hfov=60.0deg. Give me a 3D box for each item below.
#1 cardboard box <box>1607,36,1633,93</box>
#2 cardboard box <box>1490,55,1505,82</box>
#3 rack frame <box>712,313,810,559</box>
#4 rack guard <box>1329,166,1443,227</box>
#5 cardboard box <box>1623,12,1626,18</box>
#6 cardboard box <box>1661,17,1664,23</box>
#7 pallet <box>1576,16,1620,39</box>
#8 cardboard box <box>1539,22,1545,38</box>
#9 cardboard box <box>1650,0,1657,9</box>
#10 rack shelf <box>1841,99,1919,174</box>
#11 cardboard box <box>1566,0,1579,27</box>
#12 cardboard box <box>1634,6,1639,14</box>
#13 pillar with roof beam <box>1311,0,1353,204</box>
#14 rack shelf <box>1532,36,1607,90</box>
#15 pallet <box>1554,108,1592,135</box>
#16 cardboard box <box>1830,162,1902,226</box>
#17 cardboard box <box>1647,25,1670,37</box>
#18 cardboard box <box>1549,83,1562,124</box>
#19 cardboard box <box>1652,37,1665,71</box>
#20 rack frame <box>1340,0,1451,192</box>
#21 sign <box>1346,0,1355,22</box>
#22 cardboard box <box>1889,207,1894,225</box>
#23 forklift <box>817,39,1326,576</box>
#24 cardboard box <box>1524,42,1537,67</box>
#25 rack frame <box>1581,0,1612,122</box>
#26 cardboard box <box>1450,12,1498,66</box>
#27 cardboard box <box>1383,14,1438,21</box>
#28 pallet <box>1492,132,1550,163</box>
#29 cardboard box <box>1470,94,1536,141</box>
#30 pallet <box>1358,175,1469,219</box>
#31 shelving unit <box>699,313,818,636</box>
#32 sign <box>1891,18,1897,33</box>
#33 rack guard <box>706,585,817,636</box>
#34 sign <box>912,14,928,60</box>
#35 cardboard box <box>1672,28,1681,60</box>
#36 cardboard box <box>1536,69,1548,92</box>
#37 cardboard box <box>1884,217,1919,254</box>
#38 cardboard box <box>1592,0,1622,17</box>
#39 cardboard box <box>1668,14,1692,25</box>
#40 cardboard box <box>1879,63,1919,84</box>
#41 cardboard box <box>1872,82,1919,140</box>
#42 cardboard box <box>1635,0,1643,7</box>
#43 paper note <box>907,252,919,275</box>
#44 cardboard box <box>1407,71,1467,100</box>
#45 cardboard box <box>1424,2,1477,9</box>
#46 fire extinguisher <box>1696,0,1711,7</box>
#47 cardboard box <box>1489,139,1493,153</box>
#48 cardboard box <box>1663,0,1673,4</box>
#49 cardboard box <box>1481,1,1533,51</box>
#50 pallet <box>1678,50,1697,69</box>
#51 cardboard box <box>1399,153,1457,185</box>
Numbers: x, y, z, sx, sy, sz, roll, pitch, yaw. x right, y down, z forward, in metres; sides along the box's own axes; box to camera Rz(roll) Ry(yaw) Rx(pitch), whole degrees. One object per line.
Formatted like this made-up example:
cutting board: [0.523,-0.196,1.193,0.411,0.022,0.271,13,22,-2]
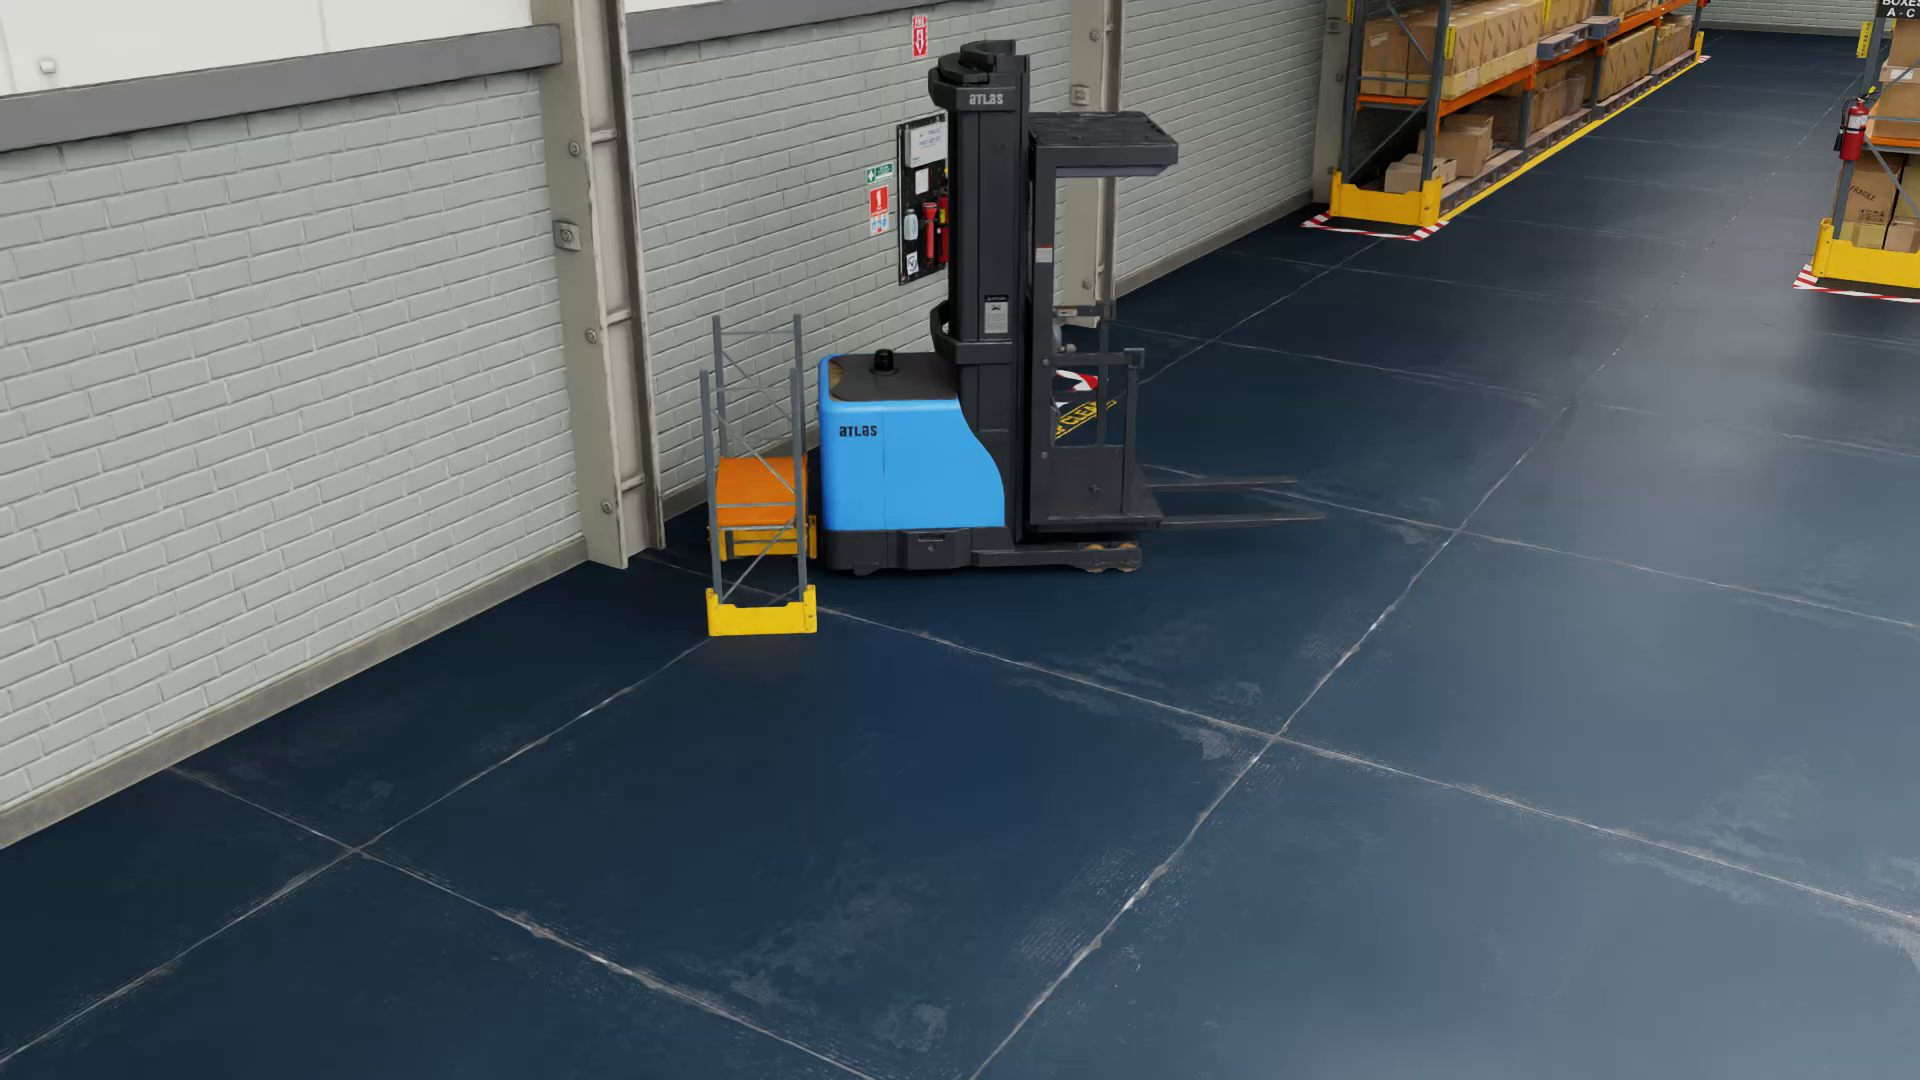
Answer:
cardboard box: [9.856,-7.355,25.642,0.750,0.750,0.750,14,27,29]
cardboard box: [6.001,-5.492,19.323,0.500,0.250,0.500,14,27,29]
rack frame: [-1.152,-0.585,9.715,0.500,1.500,0.032,-2,23,-4]
rack guard: [4.709,-3.813,18.427,1.175,0.500,0.348,14,27,29]
cardboard box: [9.915,-8.031,25.316,0.380,0.149,0.250,14,27,30]
cardboard box: [12.322,-9.249,29.640,0.380,0.149,0.250,14,27,29]
pallet: [8.604,-7.283,23.540,1.213,0.211,1.003,14,27,29]
cardboard box: [7.077,-6.696,21.263,0.700,0.500,0.500,14,27,29]
cardboard box: [10.948,-8.614,26.664,0.380,0.149,0.250,14,27,30]
rack shelf: [9.935,-4.242,17.179,1.077,0.370,4.000,14,27,29]
cardboard box: [8.012,-7.296,22.648,0.700,0.500,0.500,14,27,29]
cardboard box: [10.354,-8.285,25.903,0.380,0.149,0.250,13,27,28]
pillar with roof beam: [7.961,-7.202,15.560,9.100,9.000,0.400,14,27,29]
rack shelf: [7.834,-6.629,22.692,1.077,0.370,4.000,14,27,29]
pallet: [8.476,-6.091,24.054,1.003,0.211,1.213,14,27,29]
cardboard box: [8.910,-3.416,16.353,0.500,0.500,0.500,14,27,29]
cardboard box: [11.817,-8.636,28.224,0.380,0.149,0.250,15,28,31]
cardboard box: [7.945,-6.112,23.185,0.700,0.500,0.500,14,27,29]
cardboard box: [11.481,-8.261,28.174,0.700,0.500,0.500,14,27,30]
rack frame: [4.669,-4.934,17.872,1.000,3.000,0.127,14,27,29]
sign: [4.208,-5.733,17.863,0.100,0.325,0.005,14,27,29]
cardboard box: [9.165,-3.242,16.896,0.500,0.250,0.500,14,27,29]
forklift: [0.668,-1.358,9.697,3.031,2.935,1.130,-2,23,-4]
cardboard box: [6.787,-6.001,20.500,0.500,0.250,0.500,14,27,29]
rack frame: [8.889,-7.634,24.109,1.000,3.000,0.127,14,27,29]
cardboard box: [5.724,-5.654,18.755,0.500,0.500,0.500,13,27,27]
cardboard box: [5.011,-5.590,18.607,0.500,0.500,0.500,14,27,30]
pallet: [7.189,-5.267,22.152,1.003,0.211,1.213,14,27,29]
cardboard box: [7.153,-5.591,21.981,0.700,0.500,0.500,15,28,31]
pallet: [5.168,-3.947,19.101,1.003,0.211,1.213,14,27,29]
shelving unit: [-1.115,-0.388,9.258,0.587,1.500,1.083,-2,23,-4]
sign: [10.524,-5.853,18.636,0.100,0.325,0.005,14,27,29]
rack guard: [-1.078,0.383,9.050,0.587,0.250,0.087,-2,23,-4]
sign: [-0.286,-3.582,11.832,0.001,0.298,0.199,14,27,29]
cardboard box: [12.296,-8.784,29.382,0.700,0.500,0.500,13,27,27]
cardboard box: [7.654,-6.261,22.585,0.500,0.250,0.500,13,27,27]
cardboard box: [9.352,-2.962,16.250,0.500,0.250,0.500,14,27,29]
cardboard box: [9.363,-7.936,24.281,0.500,0.500,0.500,15,27,30]
cardboard box: [12.912,-9.339,29.848,0.380,0.149,0.250,14,27,28]
cardboard box: [8.919,-4.410,15.718,0.380,0.149,0.250,13,27,28]
cardboard box: [9.137,-4.098,15.814,0.700,0.500,0.500,14,27,29]
cardboard box: [10.178,-8.455,25.481,0.500,0.500,0.500,15,27,30]
paper note: [-0.349,-2.051,12.320,0.016,0.148,0.142,14,27,29]
cardboard box: [5.197,-4.972,18.124,0.500,0.250,0.500,13,27,27]
cardboard box: [5.810,-6.113,19.814,0.500,0.500,0.500,15,27,30]
fire extinguisher: [13.581,-10.082,30.330,0.296,0.674,0.183,14,27,29]
cardboard box: [6.523,-4.999,21.034,0.380,0.166,0.250,10,25,22]
cardboard box: [11.299,-9.301,27.583,0.980,0.700,0.700,14,27,30]
cardboard box: [6.534,-6.174,19.957,0.500,0.500,0.500,14,27,29]
pallet: [12.754,-8.768,30.239,1.003,0.211,1.213,14,27,29]
cardboard box: [5.411,-4.309,19.259,0.500,0.311,0.500,16,28,33]
